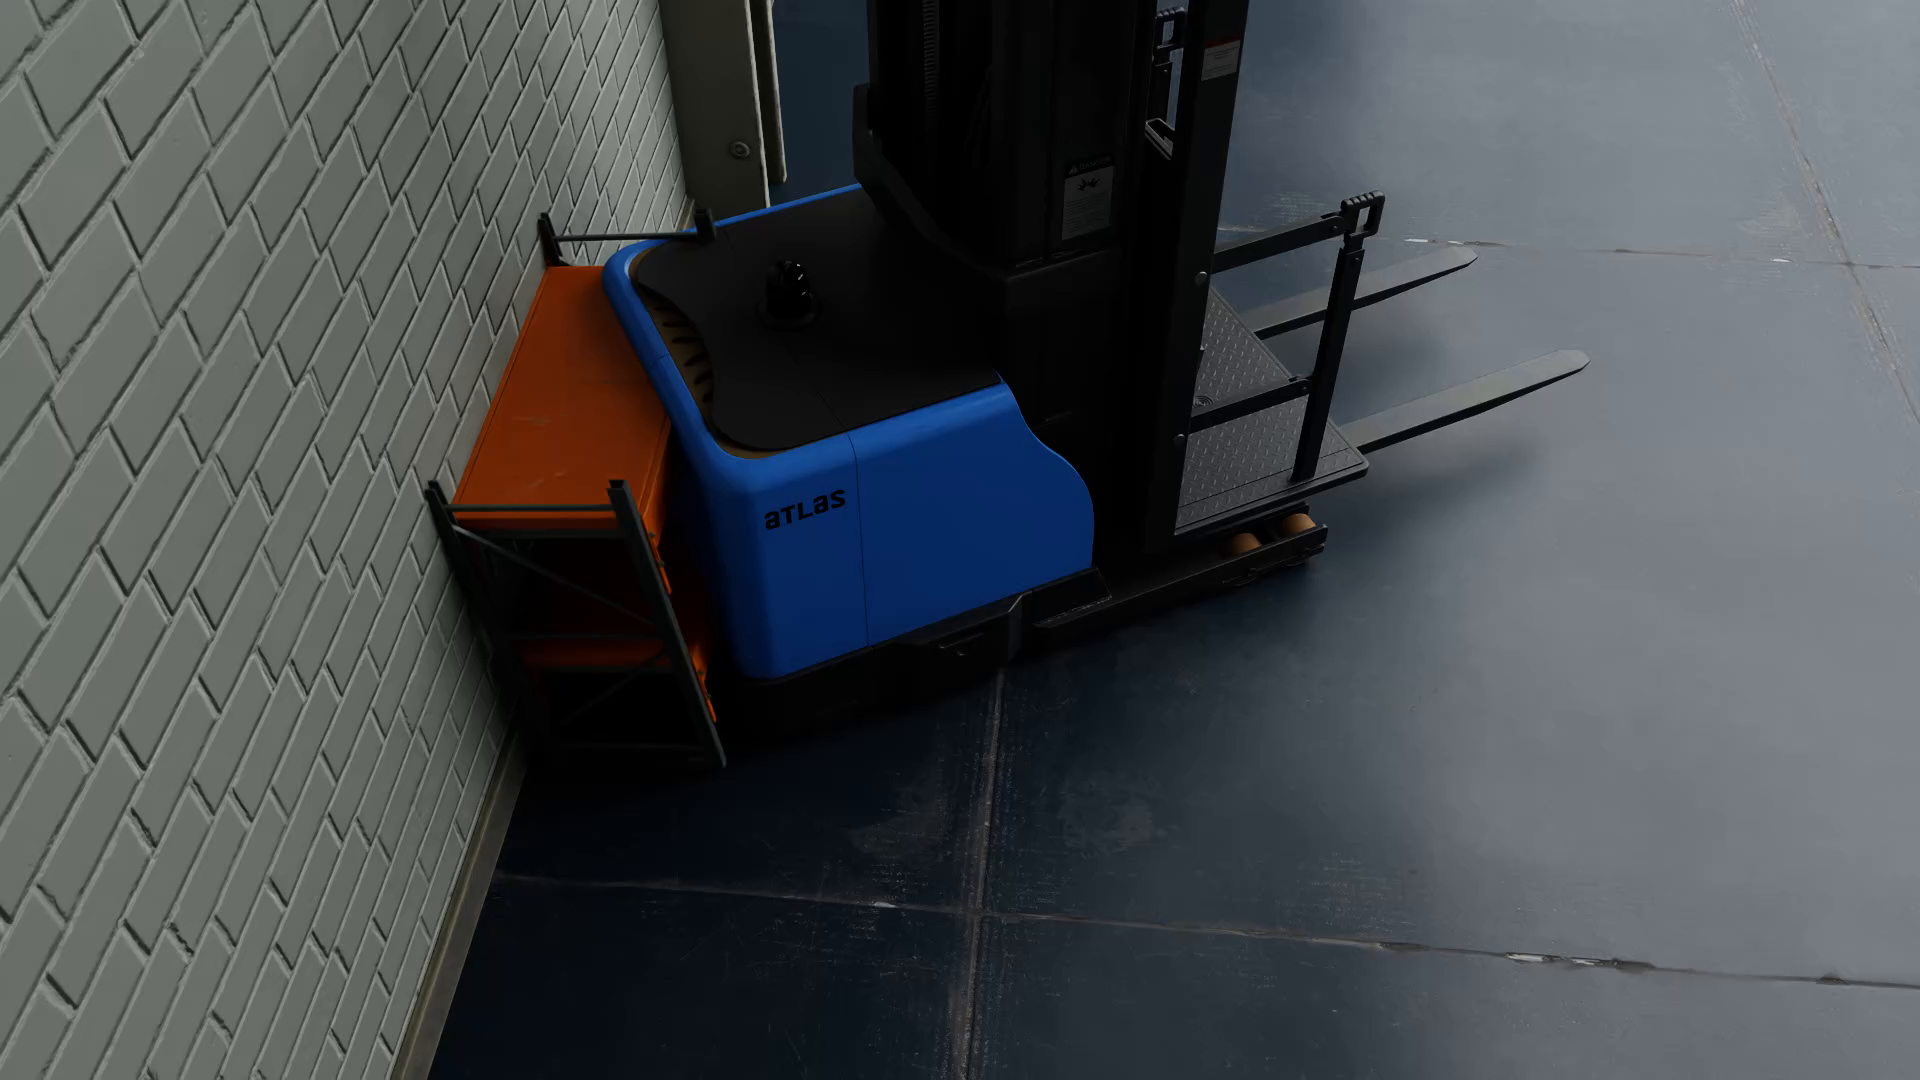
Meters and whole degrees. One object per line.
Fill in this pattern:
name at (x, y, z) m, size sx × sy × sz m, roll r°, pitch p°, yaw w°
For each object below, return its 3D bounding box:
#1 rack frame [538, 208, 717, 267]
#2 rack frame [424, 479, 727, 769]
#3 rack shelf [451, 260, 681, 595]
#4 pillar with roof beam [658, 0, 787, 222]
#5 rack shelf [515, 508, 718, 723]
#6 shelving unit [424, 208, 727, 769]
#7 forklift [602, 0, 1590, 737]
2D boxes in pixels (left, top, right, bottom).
rack frame at (-0.866, -0.509, 4.922) m, size 0.500 × 1.125 × 0.032 m, roll 0°, pitch 48°, yaw 8°
rack frame at (-0.956, 0.248, 4.249) m, size 0.500 × 1.125 × 0.032 m, roll 0°, pitch 48°, yaw 8°
rack shelf at (-0.940, -0.326, 4.370) m, size 0.538 × 0.278 × 1.000 m, roll 0°, pitch 48°, yaw 8°
pillar with roof beam at (3.431, -4.056, 2.861) m, size 9.100 × 9.000 × 0.400 m, roll 4°, pitch 48°, yaw 4°
rack shelf at (-0.887, 0.033, 4.766) m, size 0.538 × 0.278 × 1.000 m, roll 0°, pitch 48°, yaw 8°
shelving unit at (-0.911, -0.130, 4.585) m, size 0.538 × 1.125 × 1.048 m, roll 0°, pitch 48°, yaw 8°
forklift at (0.571, -1.185, 4.347) m, size 3.031 × 2.935 × 1.130 m, roll -19°, pitch 50°, yaw -17°
